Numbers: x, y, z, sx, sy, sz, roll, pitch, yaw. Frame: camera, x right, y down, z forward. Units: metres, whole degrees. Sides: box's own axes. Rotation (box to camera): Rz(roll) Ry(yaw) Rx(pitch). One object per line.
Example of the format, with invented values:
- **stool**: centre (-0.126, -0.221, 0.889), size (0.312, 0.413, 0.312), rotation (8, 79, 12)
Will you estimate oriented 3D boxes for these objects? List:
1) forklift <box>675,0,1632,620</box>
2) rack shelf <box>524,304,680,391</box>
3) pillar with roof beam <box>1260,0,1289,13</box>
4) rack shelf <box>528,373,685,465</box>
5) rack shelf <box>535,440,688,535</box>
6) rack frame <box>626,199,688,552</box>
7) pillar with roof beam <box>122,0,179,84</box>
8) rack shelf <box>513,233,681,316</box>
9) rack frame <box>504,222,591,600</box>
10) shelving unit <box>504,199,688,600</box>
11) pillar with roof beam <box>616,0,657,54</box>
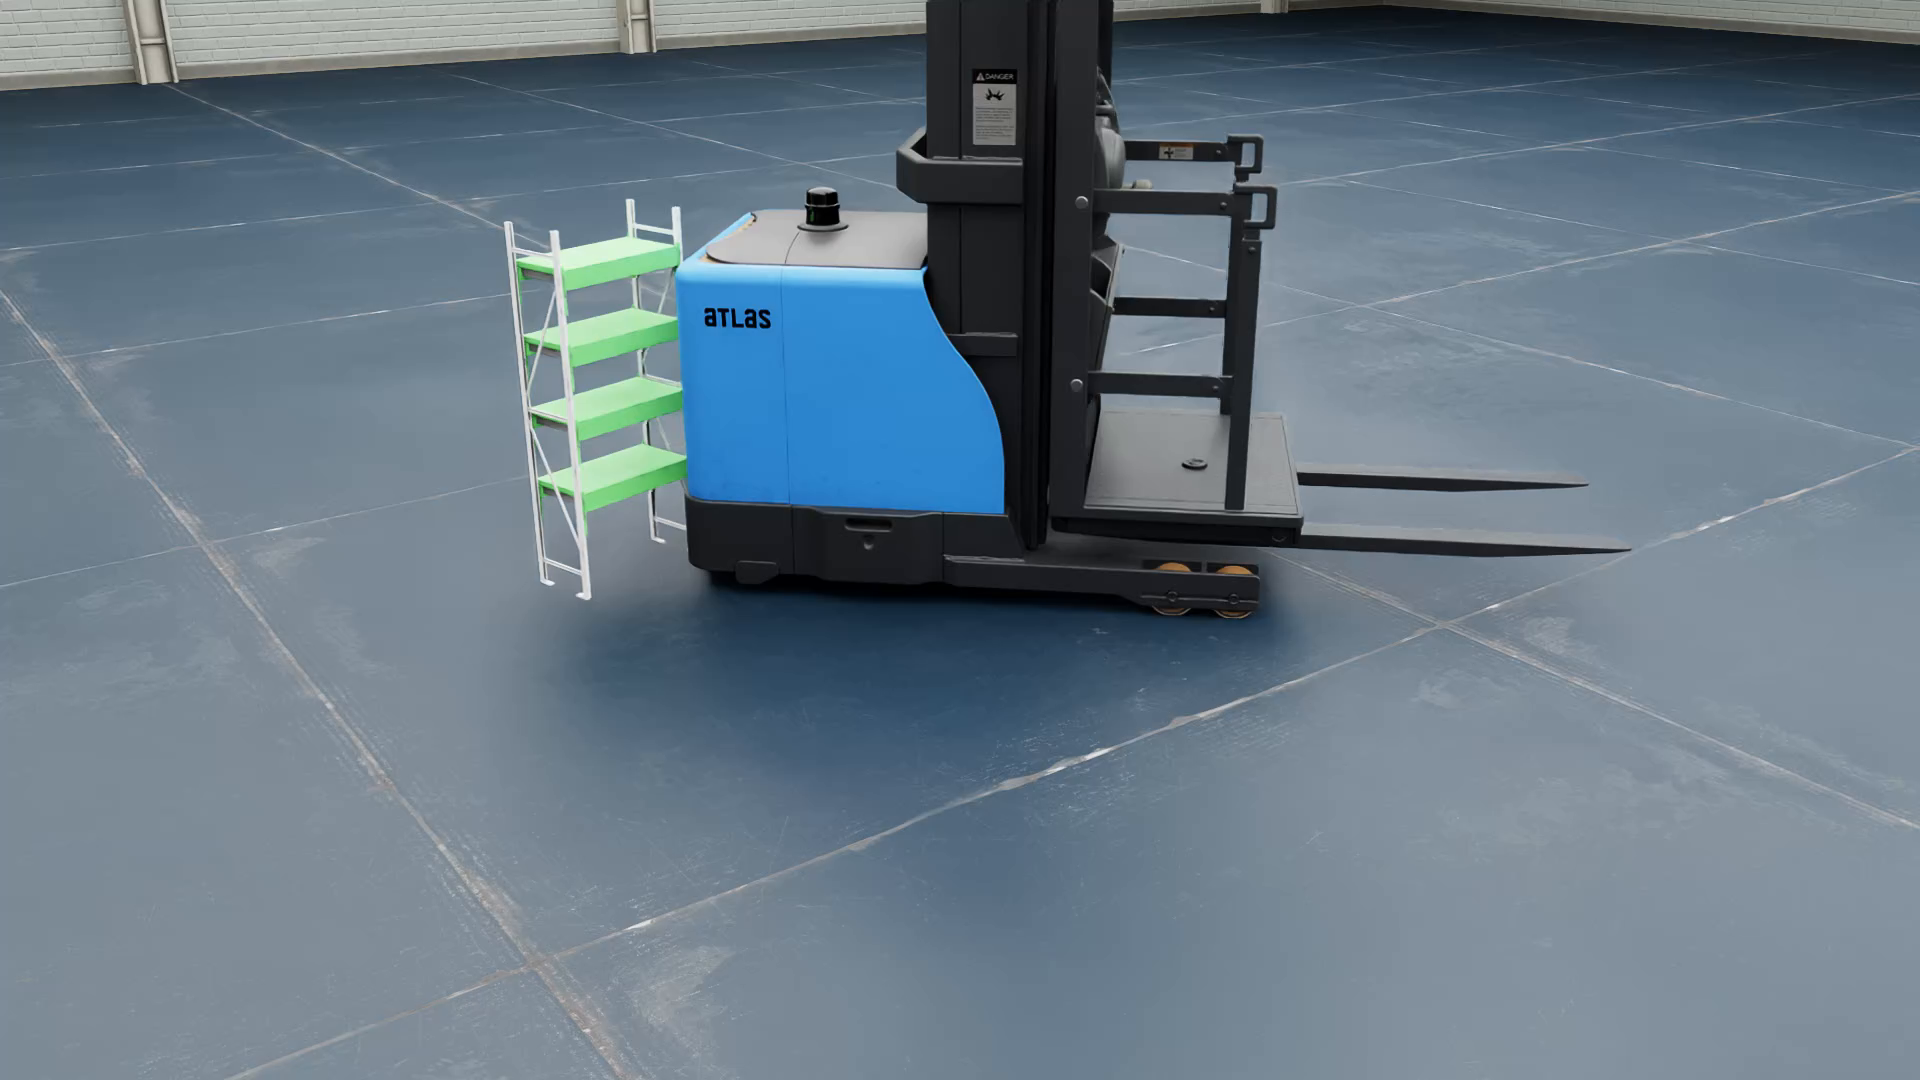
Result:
- **forklift**: centre (0.653, -1.319, 5.248), size (3.031, 2.935, 1.130), rotation (3, 22, 7)
- **rack shelf**: centre (-1.149, -0.627, 5.372), size (0.258, 0.148, 0.480), rotation (16, 27, 35)
- **pillar with roof beam**: centre (7.944, -12.022, 23.881), size (0.400, 9.000, 9.100), rotation (-15, 26, -33)
- **rack shelf**: centre (-1.149, -0.404, 5.461), size (0.258, 0.148, 0.480), rotation (16, 27, 35)
- **rack shelf**: centre (-1.149, -0.181, 5.550), size (0.258, 0.148, 0.480), rotation (16, 27, 35)
- **rack frame**: centre (-0.998, -0.534, 5.616), size (0.240, 1.200, 0.015), rotation (16, 27, 35)
- **pillar with roof beam**: centre (-6.667, -8.126, 14.117), size (0.400, 9.000, 9.100), rotation (-15, 26, -33)
- **rack shelf**: centre (-1.149, -0.849, 5.283), size (0.258, 0.148, 0.480), rotation (16, 27, 35)
- **rack frame**: centre (-1.300, -0.392, 5.260), size (0.240, 1.200, 0.015), rotation (16, 27, 35)
- **shelving unit**: centre (-1.149, -0.463, 5.438), size (0.258, 1.200, 0.503), rotation (16, 27, 35)
- **pillar with roof beam**: centre (-1.797, -9.424, 17.372), size (0.400, 9.000, 9.100), rotation (-15, 26, -33)
